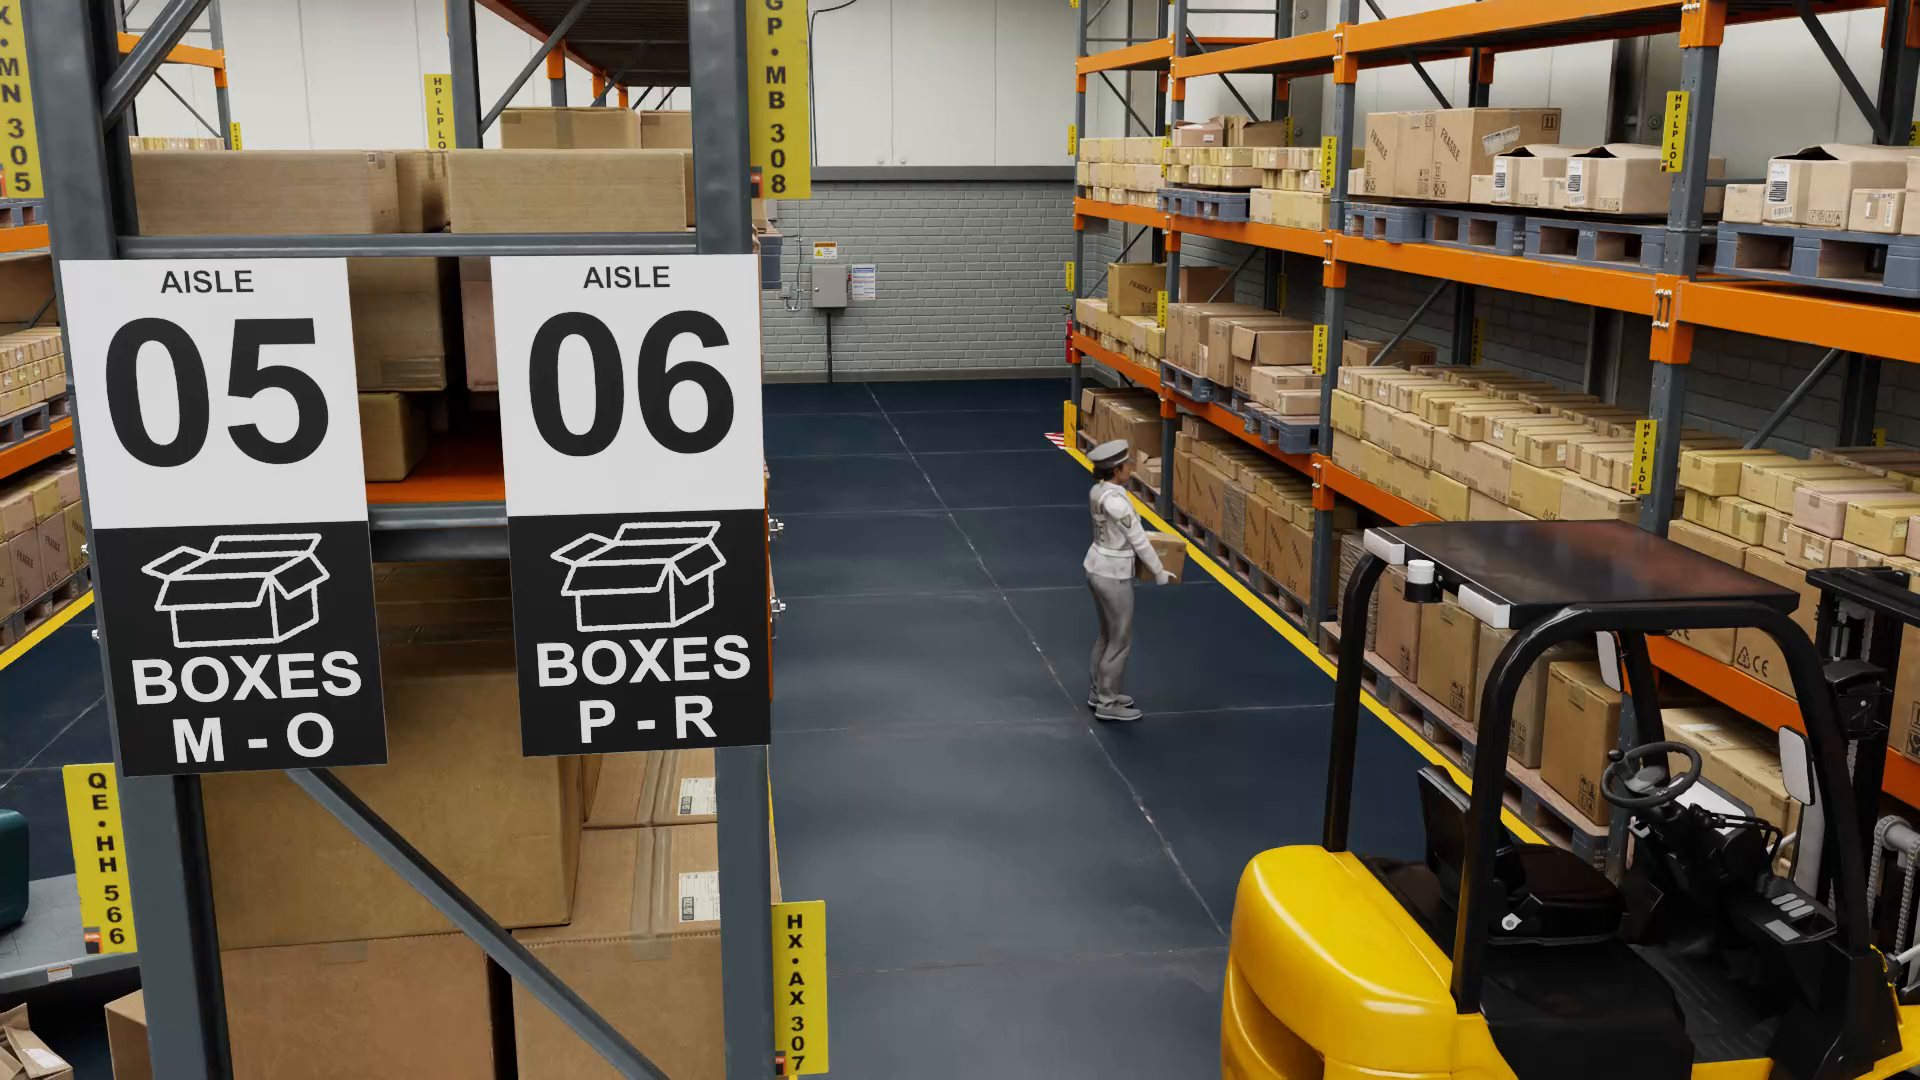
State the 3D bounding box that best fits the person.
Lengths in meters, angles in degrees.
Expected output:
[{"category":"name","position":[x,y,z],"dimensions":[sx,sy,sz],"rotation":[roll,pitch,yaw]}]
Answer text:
[{"category":"person","position":[1.006,0.228,9.978],"dimensions":[0.523,1.691,0.416],"rotation":[-2,13,-9]}]
